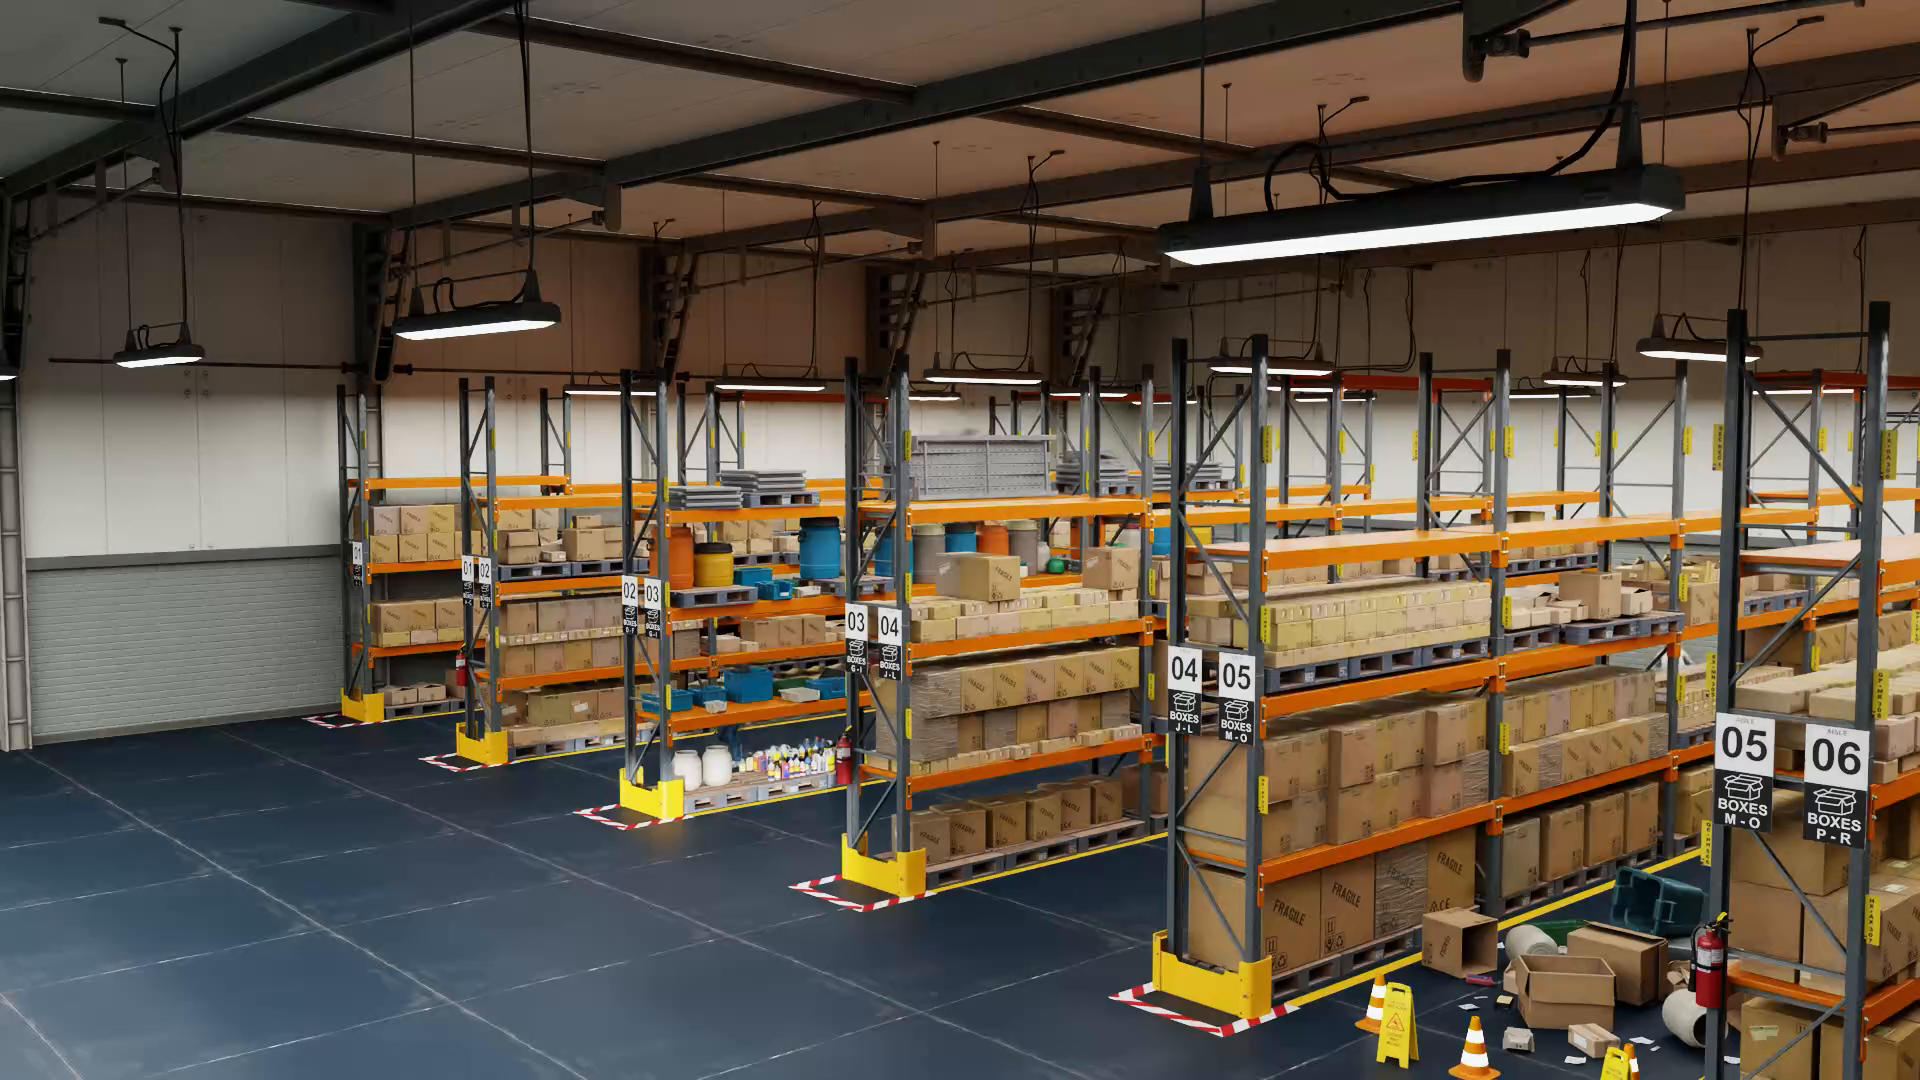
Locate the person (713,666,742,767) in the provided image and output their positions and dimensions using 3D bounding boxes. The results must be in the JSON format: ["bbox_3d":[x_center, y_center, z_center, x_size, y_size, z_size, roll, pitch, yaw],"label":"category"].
[{"bbox_3d":[-3.568,2.709,25.422,0.574,1.567,0.518,-3,5,-39],"label":"person"}]

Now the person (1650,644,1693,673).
[{"bbox_3d":[12.118,2.454,28.324,0.699,1.705,0.541,2,4,24],"label":"person"}]
